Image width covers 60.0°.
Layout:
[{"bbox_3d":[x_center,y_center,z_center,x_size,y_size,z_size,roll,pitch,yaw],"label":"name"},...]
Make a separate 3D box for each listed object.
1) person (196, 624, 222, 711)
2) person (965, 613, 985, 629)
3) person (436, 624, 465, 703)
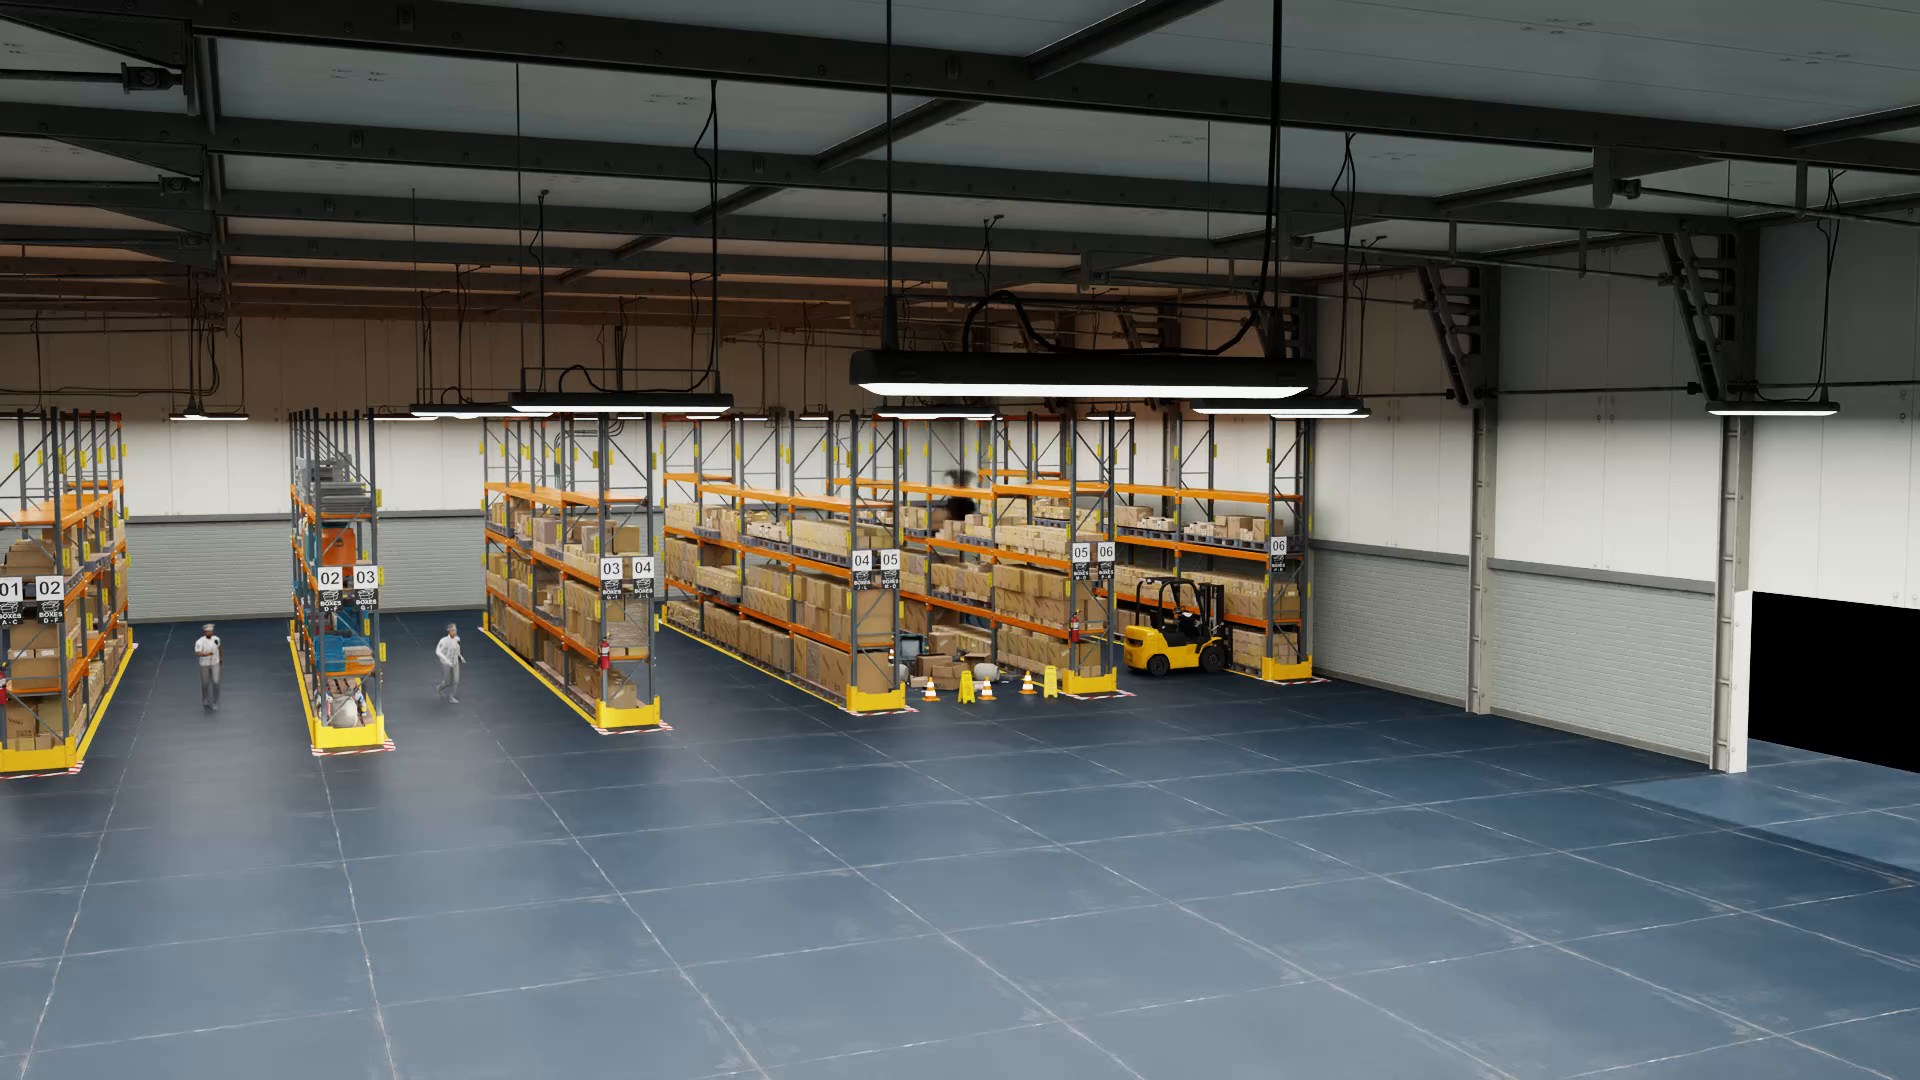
[{"bbox_3d":[-15.068,2.541,33.377,0.517,1.748,0.848,-2,5,-31],"label":"person"},{"bbox_3d":[0.364,1.777,45.126,0.539,1.566,0.902,-3,5,-33],"label":"person"},{"bbox_3d":[-10.522,2.520,34.157,0.698,1.636,0.616,4,6,44],"label":"person"}]
